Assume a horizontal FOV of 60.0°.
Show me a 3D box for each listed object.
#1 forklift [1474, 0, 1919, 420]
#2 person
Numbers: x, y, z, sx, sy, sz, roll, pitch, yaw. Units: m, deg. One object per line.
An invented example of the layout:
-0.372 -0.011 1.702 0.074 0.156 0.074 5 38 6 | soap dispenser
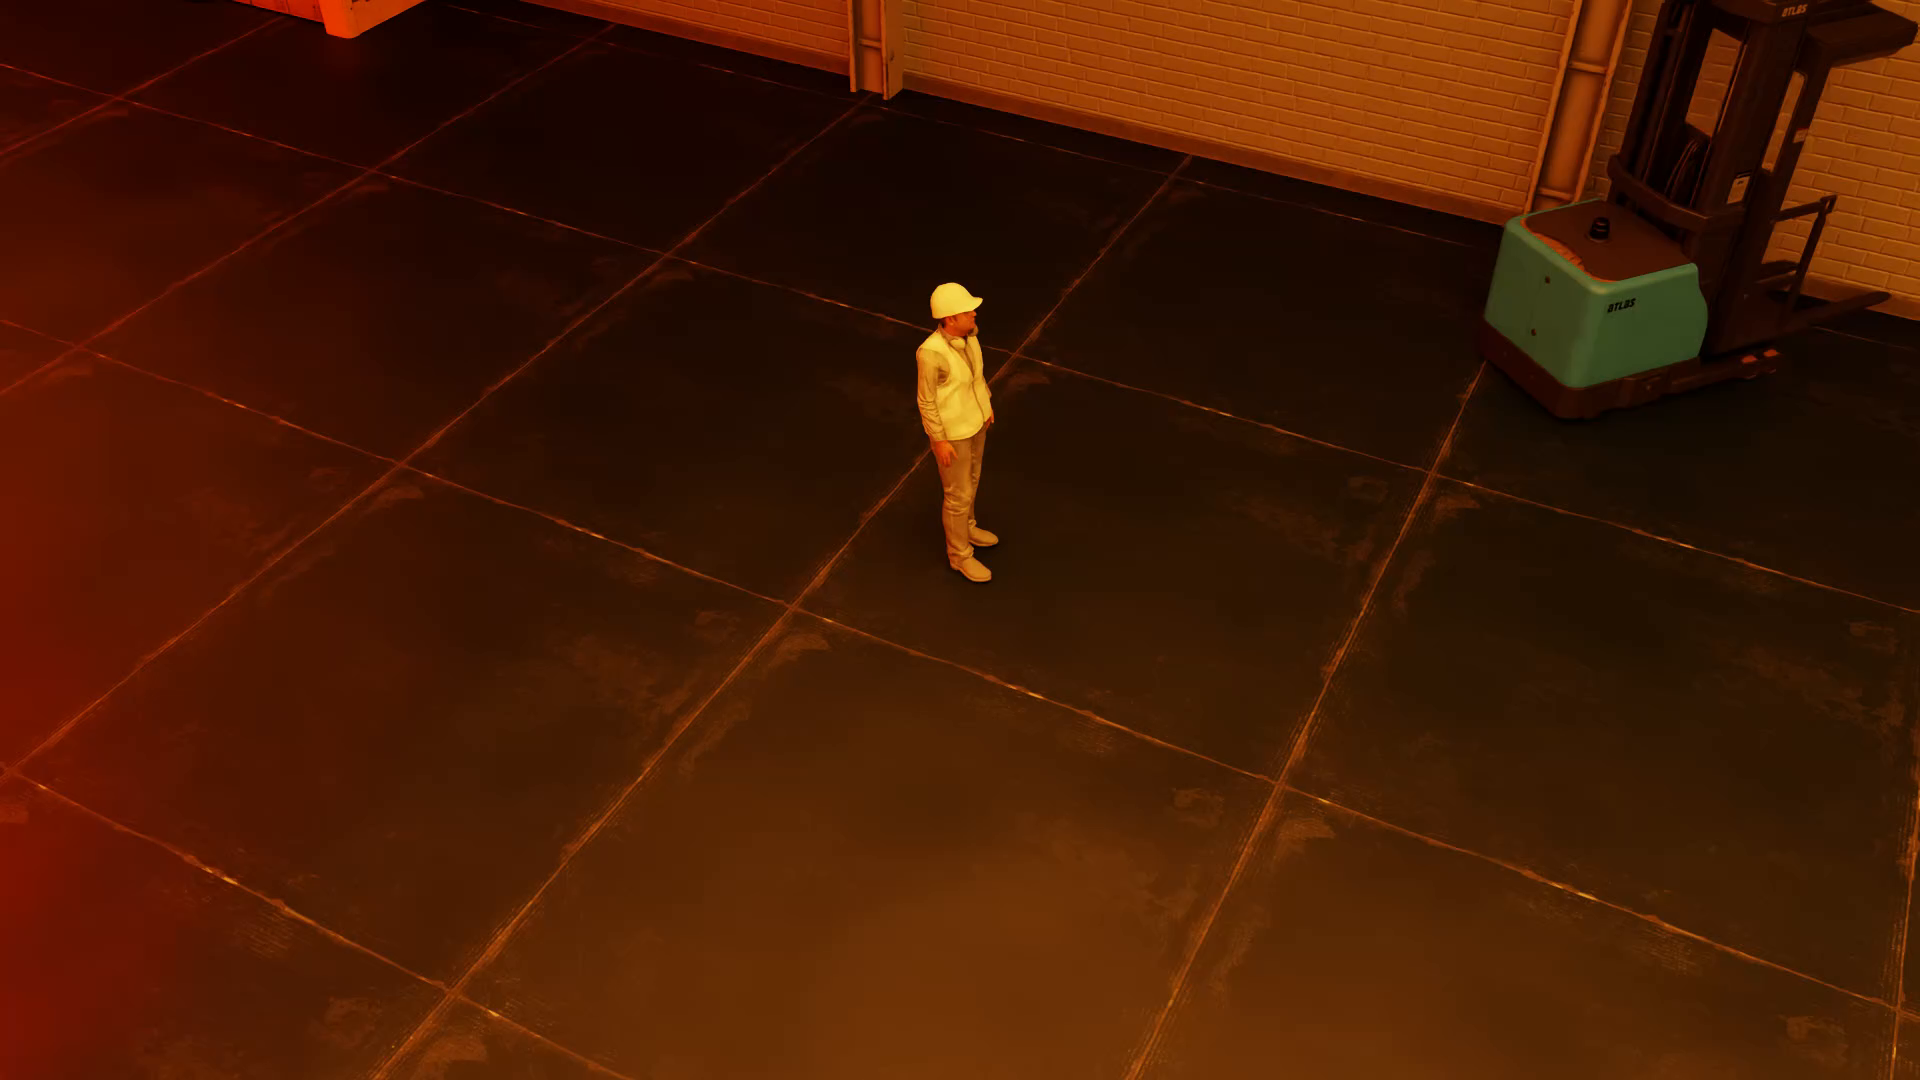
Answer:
5.212 -2.538 11.000 3.031 2.935 1.130 -15 42 -17 | forklift
0.053 -0.660 9.657 0.564 1.773 0.632 18 43 21 | person
